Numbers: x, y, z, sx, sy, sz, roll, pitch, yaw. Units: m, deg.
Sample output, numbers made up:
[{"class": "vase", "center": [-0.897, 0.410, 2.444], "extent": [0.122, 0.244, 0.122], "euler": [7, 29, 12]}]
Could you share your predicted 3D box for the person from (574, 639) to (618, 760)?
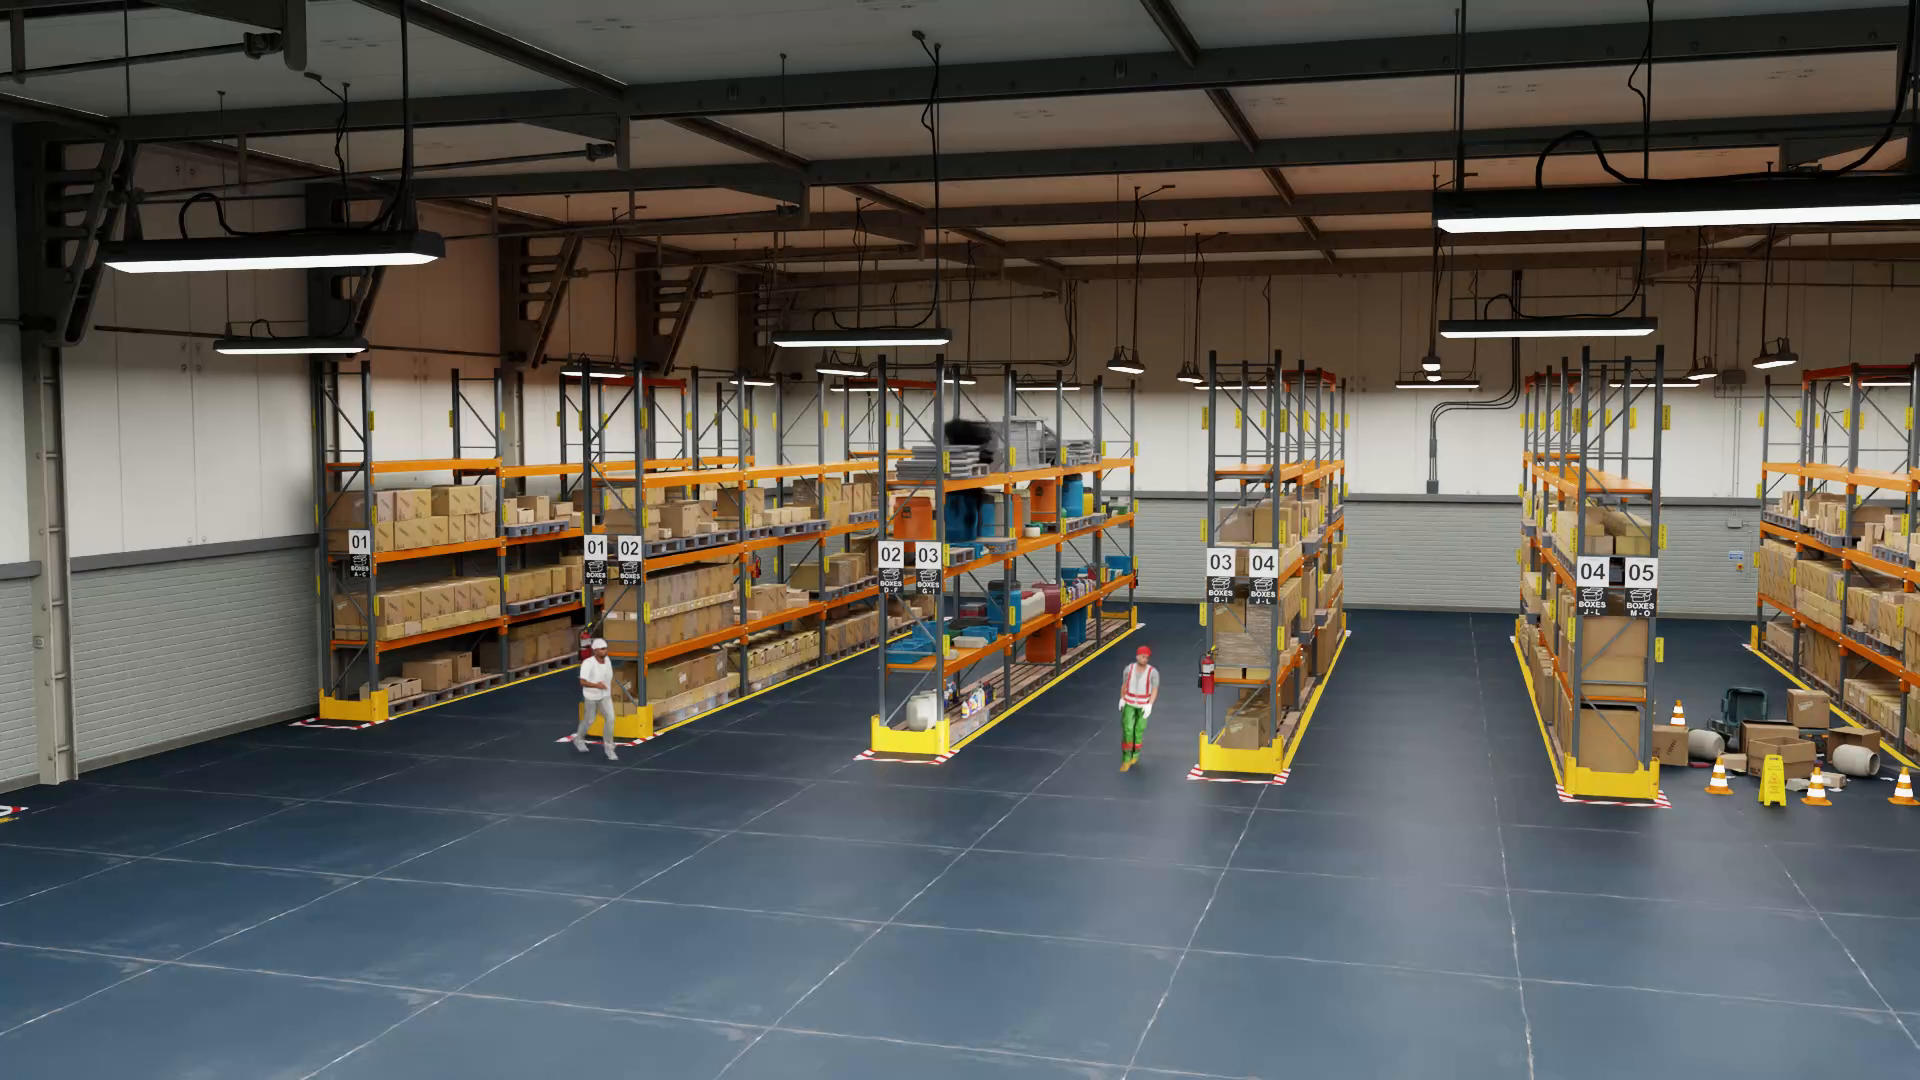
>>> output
[{"class": "person", "center": [-5.430, 2.361, 24.765], "extent": [0.621, 1.805, 0.919], "euler": [-4, 6, -45]}]

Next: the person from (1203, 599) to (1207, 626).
[{"class": "person", "center": [5.166, 1.744, 33.398], "extent": [0.633, 1.815, 0.727], "euler": [1, 4, 11]}]

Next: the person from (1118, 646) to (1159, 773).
[{"class": "person", "center": [2.555, 2.415, 23.921], "extent": [0.605, 1.802, 0.641], "euler": [1, 4, 12]}]
